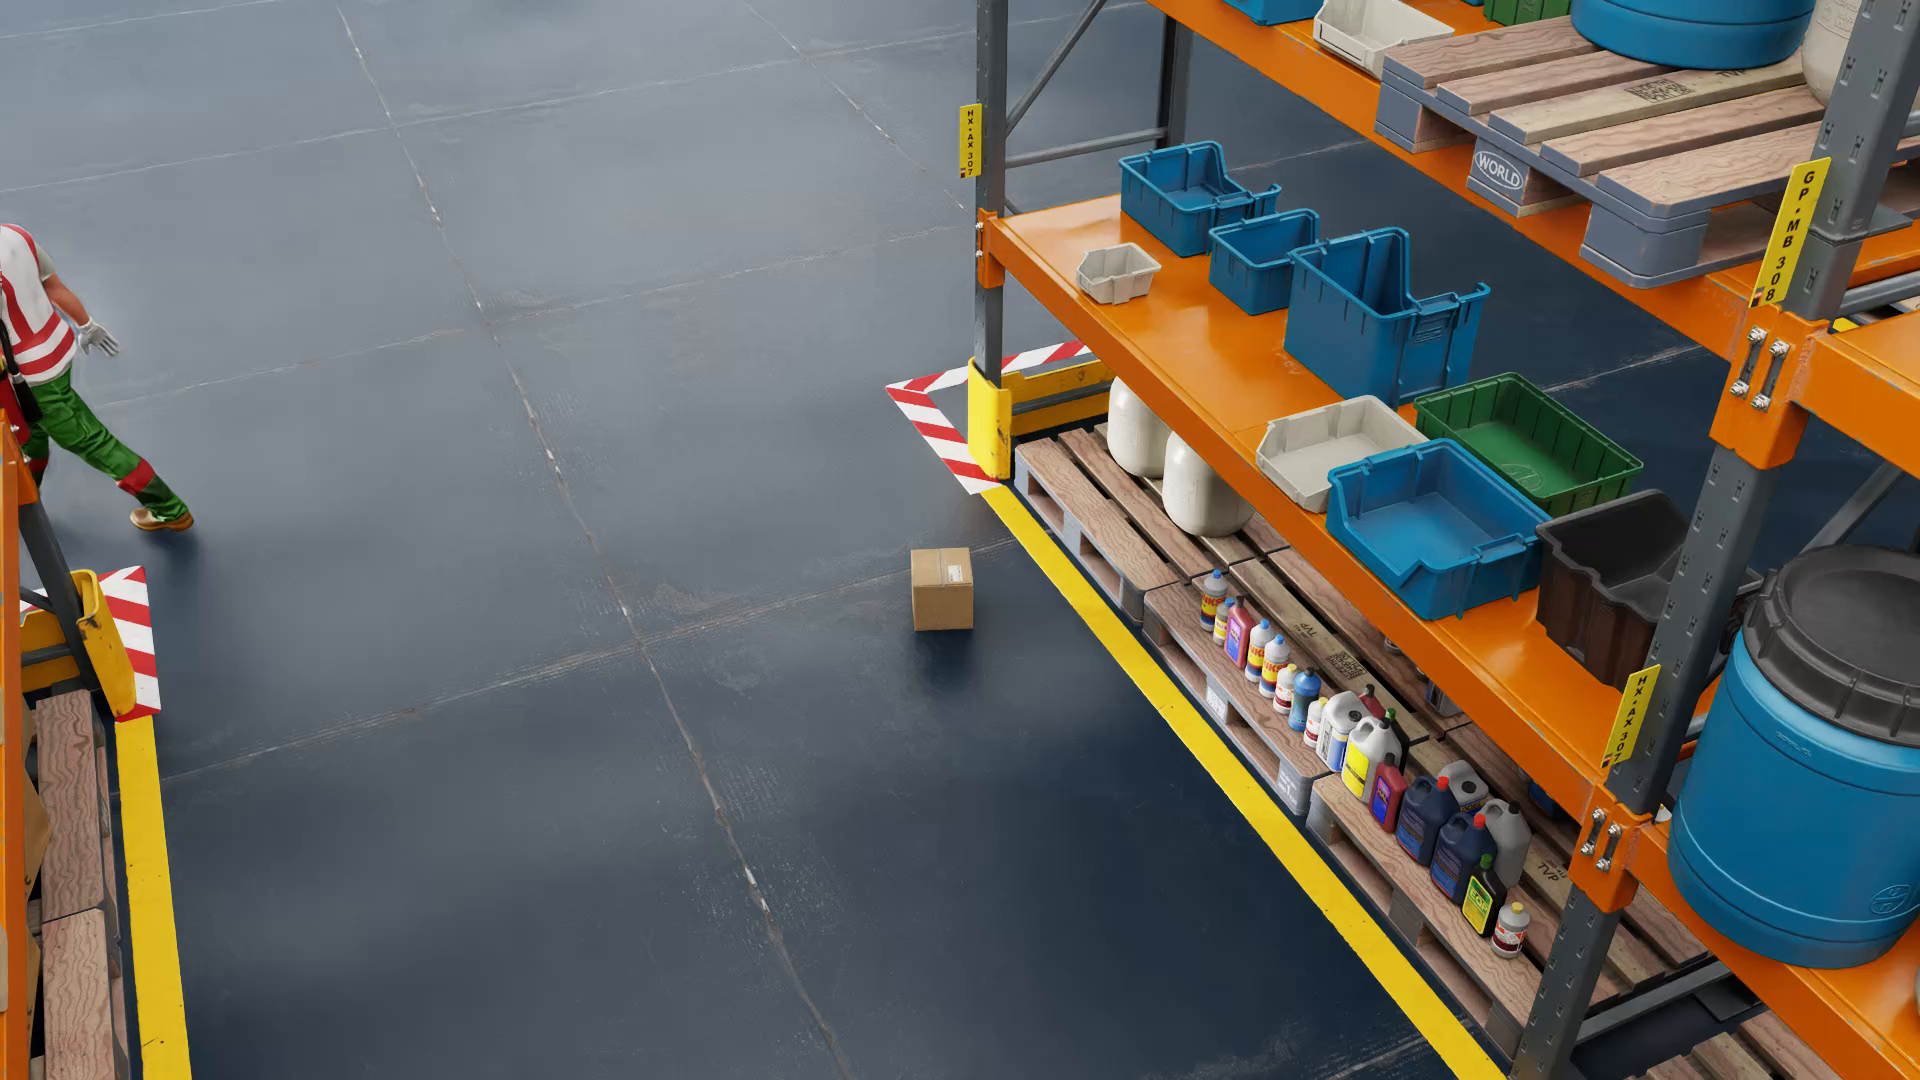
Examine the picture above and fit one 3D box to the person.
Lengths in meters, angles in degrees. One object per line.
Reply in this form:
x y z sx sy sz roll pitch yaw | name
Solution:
-4.061 -0.776 7.180 1.089 1.716 0.629 -2 37 -3 | person
